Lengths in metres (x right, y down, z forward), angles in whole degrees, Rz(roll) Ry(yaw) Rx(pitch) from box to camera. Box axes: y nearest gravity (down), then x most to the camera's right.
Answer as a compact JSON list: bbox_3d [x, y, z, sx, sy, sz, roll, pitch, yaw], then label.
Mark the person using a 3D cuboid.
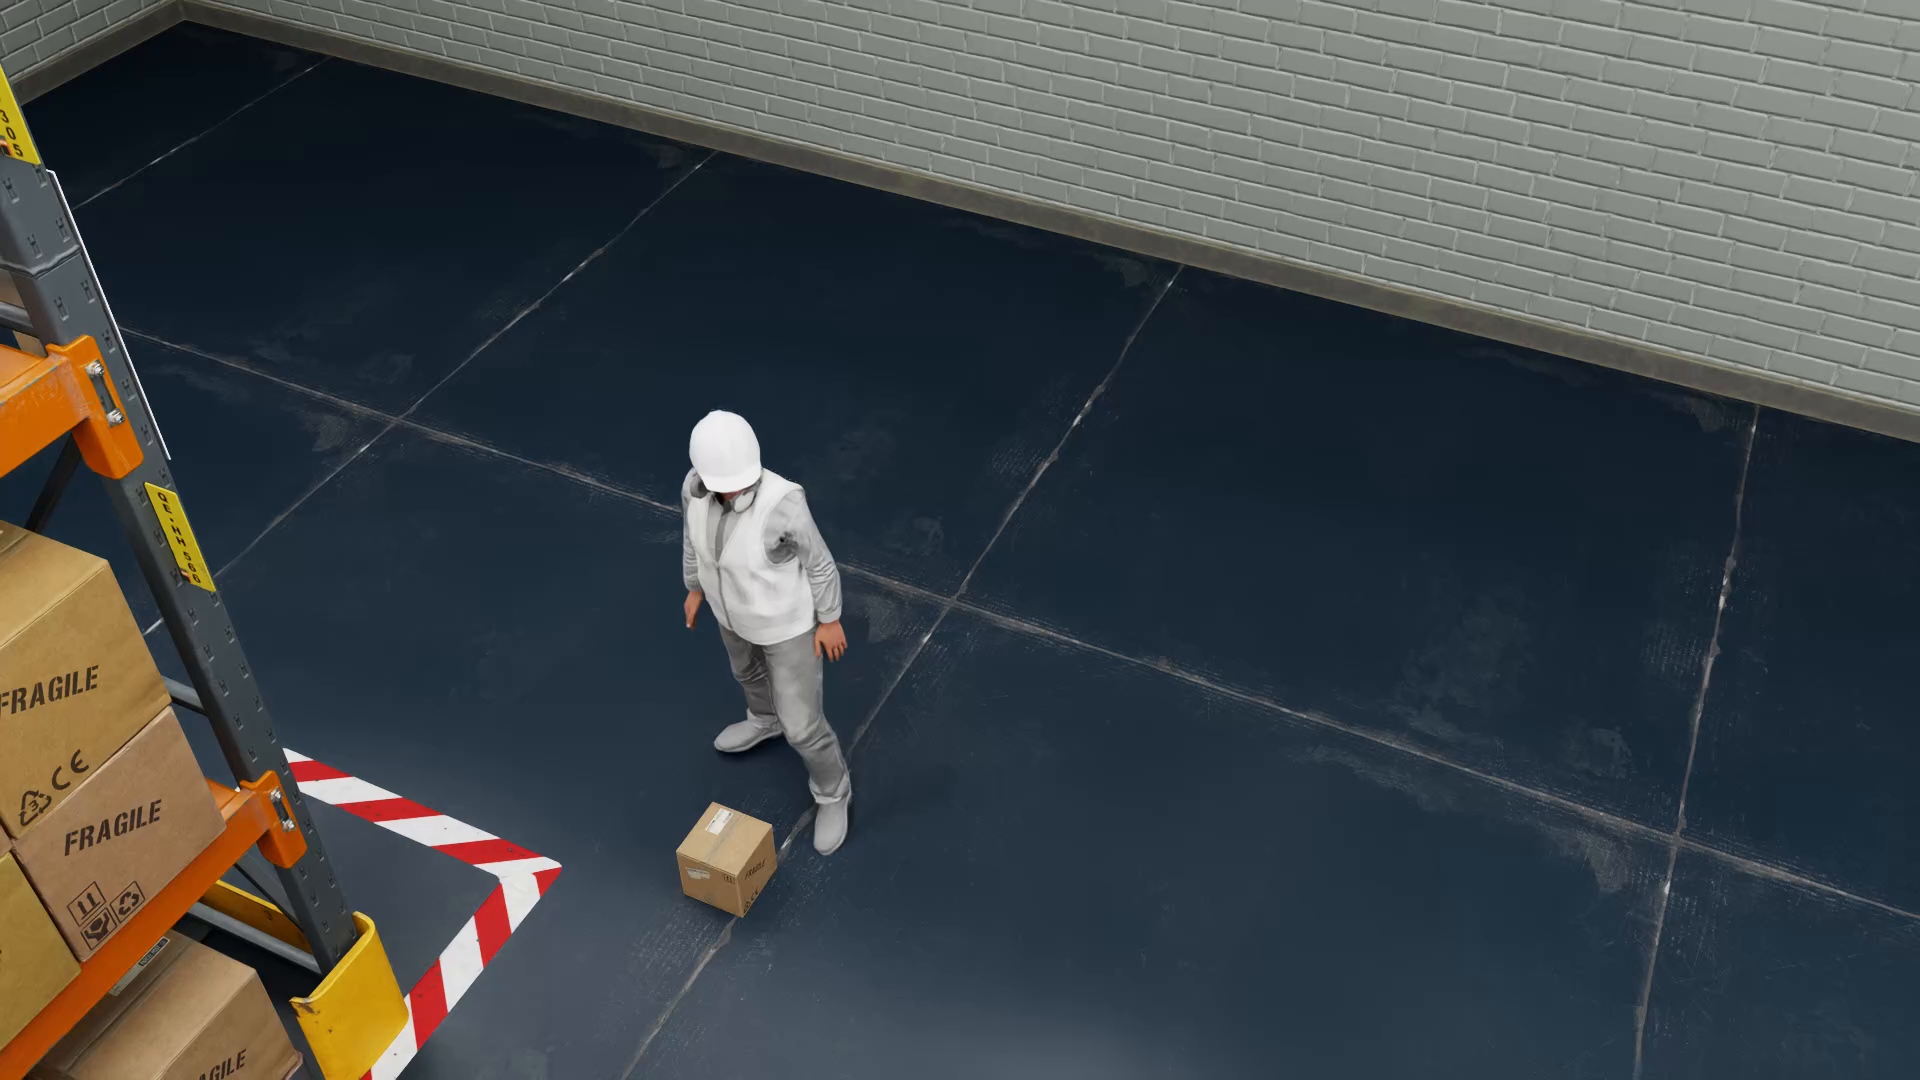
[{"bbox_3d":[-0.656,0.273,5.831,0.729,1.792,0.430,29,49,28],"label":"person"}]
